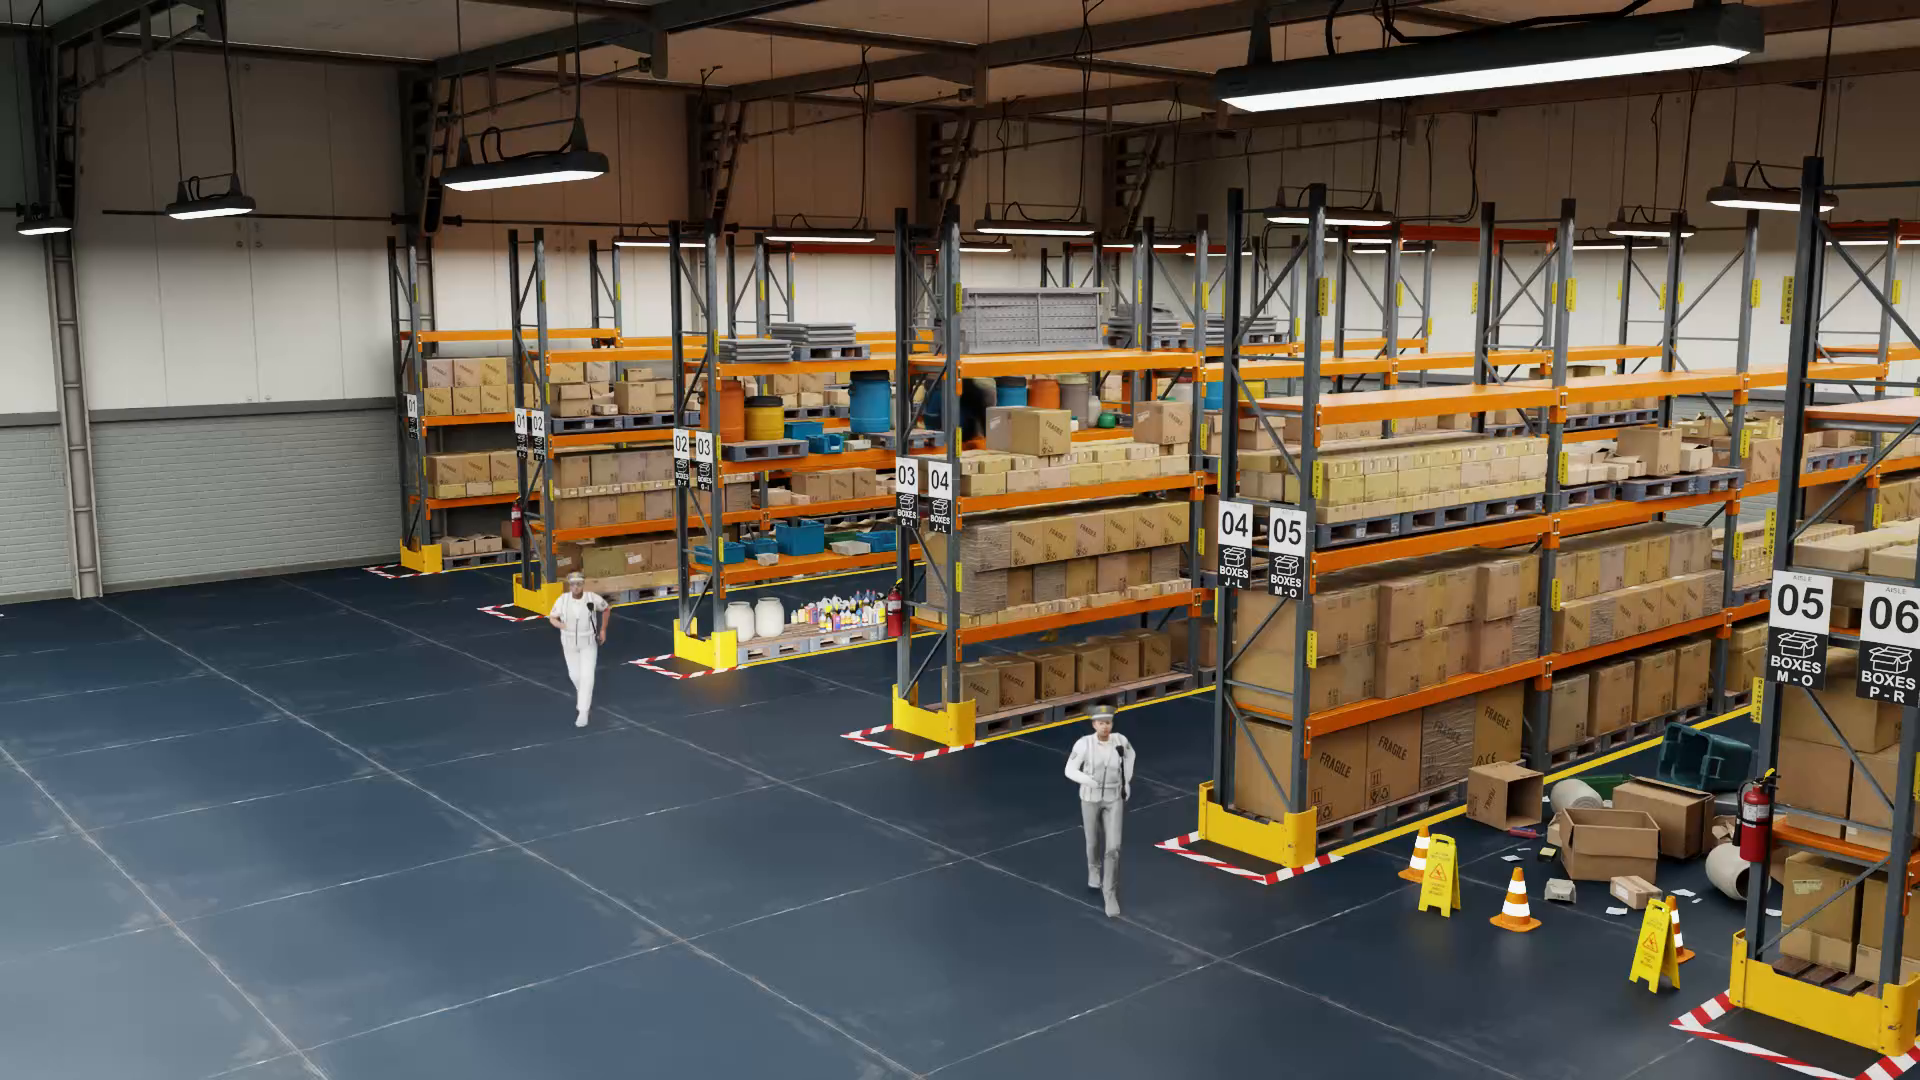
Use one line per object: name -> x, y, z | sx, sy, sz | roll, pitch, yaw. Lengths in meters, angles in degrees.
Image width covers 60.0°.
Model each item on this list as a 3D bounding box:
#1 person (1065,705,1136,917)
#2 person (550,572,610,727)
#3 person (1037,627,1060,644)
person -> 1.177, 2.205, 13.944 | 0.600, 1.744, 0.774 | 0, 9, 3
person -> -4.548, 1.244, 19.881 | 0.678, 1.790, 1.002 | 0, 9, -2
person -> 1.104, 0.553, 22.644 | 0.536, 1.754, 0.674 | -7, 11, -40
